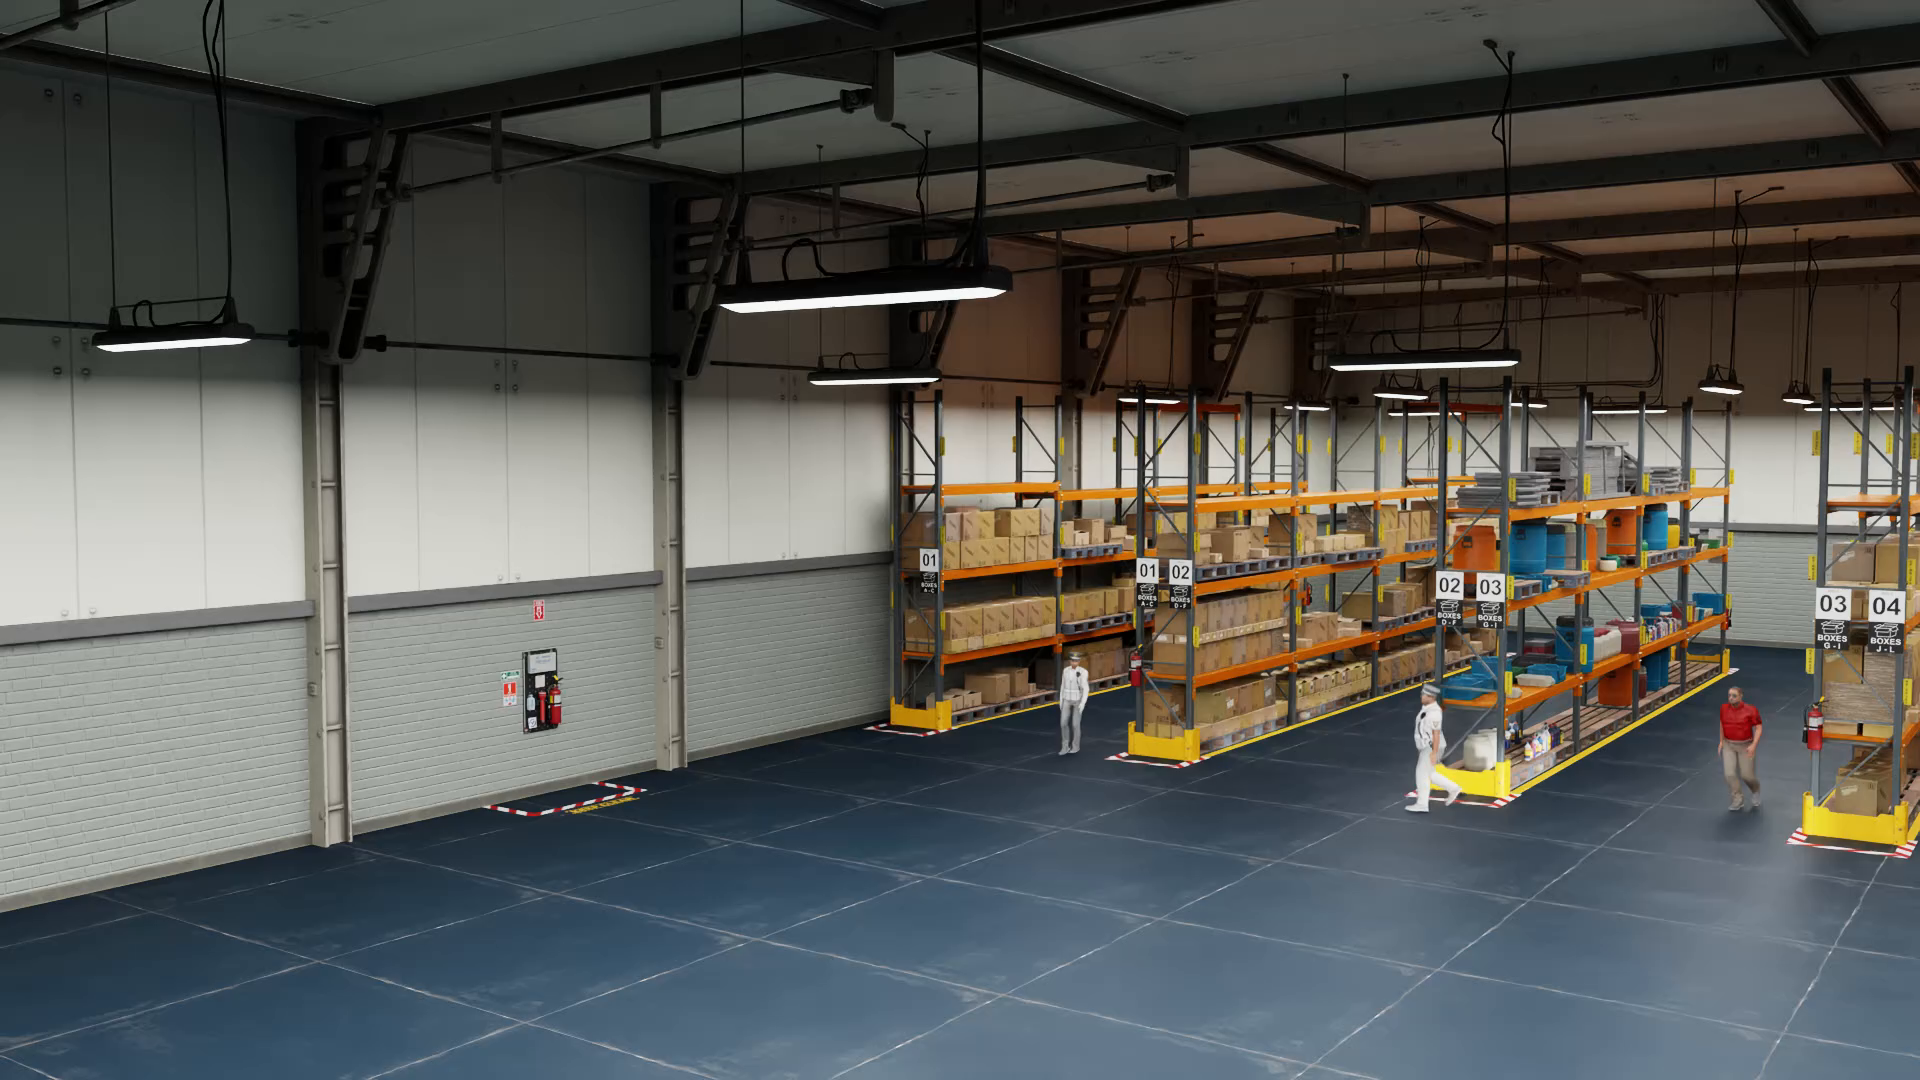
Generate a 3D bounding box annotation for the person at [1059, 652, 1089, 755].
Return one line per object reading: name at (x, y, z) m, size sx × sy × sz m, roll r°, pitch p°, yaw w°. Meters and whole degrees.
person at (1.850, 2.686, 27.060) m, size 0.540 × 1.748 × 0.391 m, roll 2°, pitch 4°, yaw 29°

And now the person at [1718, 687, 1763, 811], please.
person at (10.807, 2.862, 23.003) m, size 0.590 × 1.708 × 0.576 m, roll -3°, pitch 4°, yaw -41°

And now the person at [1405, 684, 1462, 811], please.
person at (6.497, 2.829, 22.761) m, size 0.830 × 1.739 × 0.551 m, roll 0°, pitch 3°, yaw 0°
